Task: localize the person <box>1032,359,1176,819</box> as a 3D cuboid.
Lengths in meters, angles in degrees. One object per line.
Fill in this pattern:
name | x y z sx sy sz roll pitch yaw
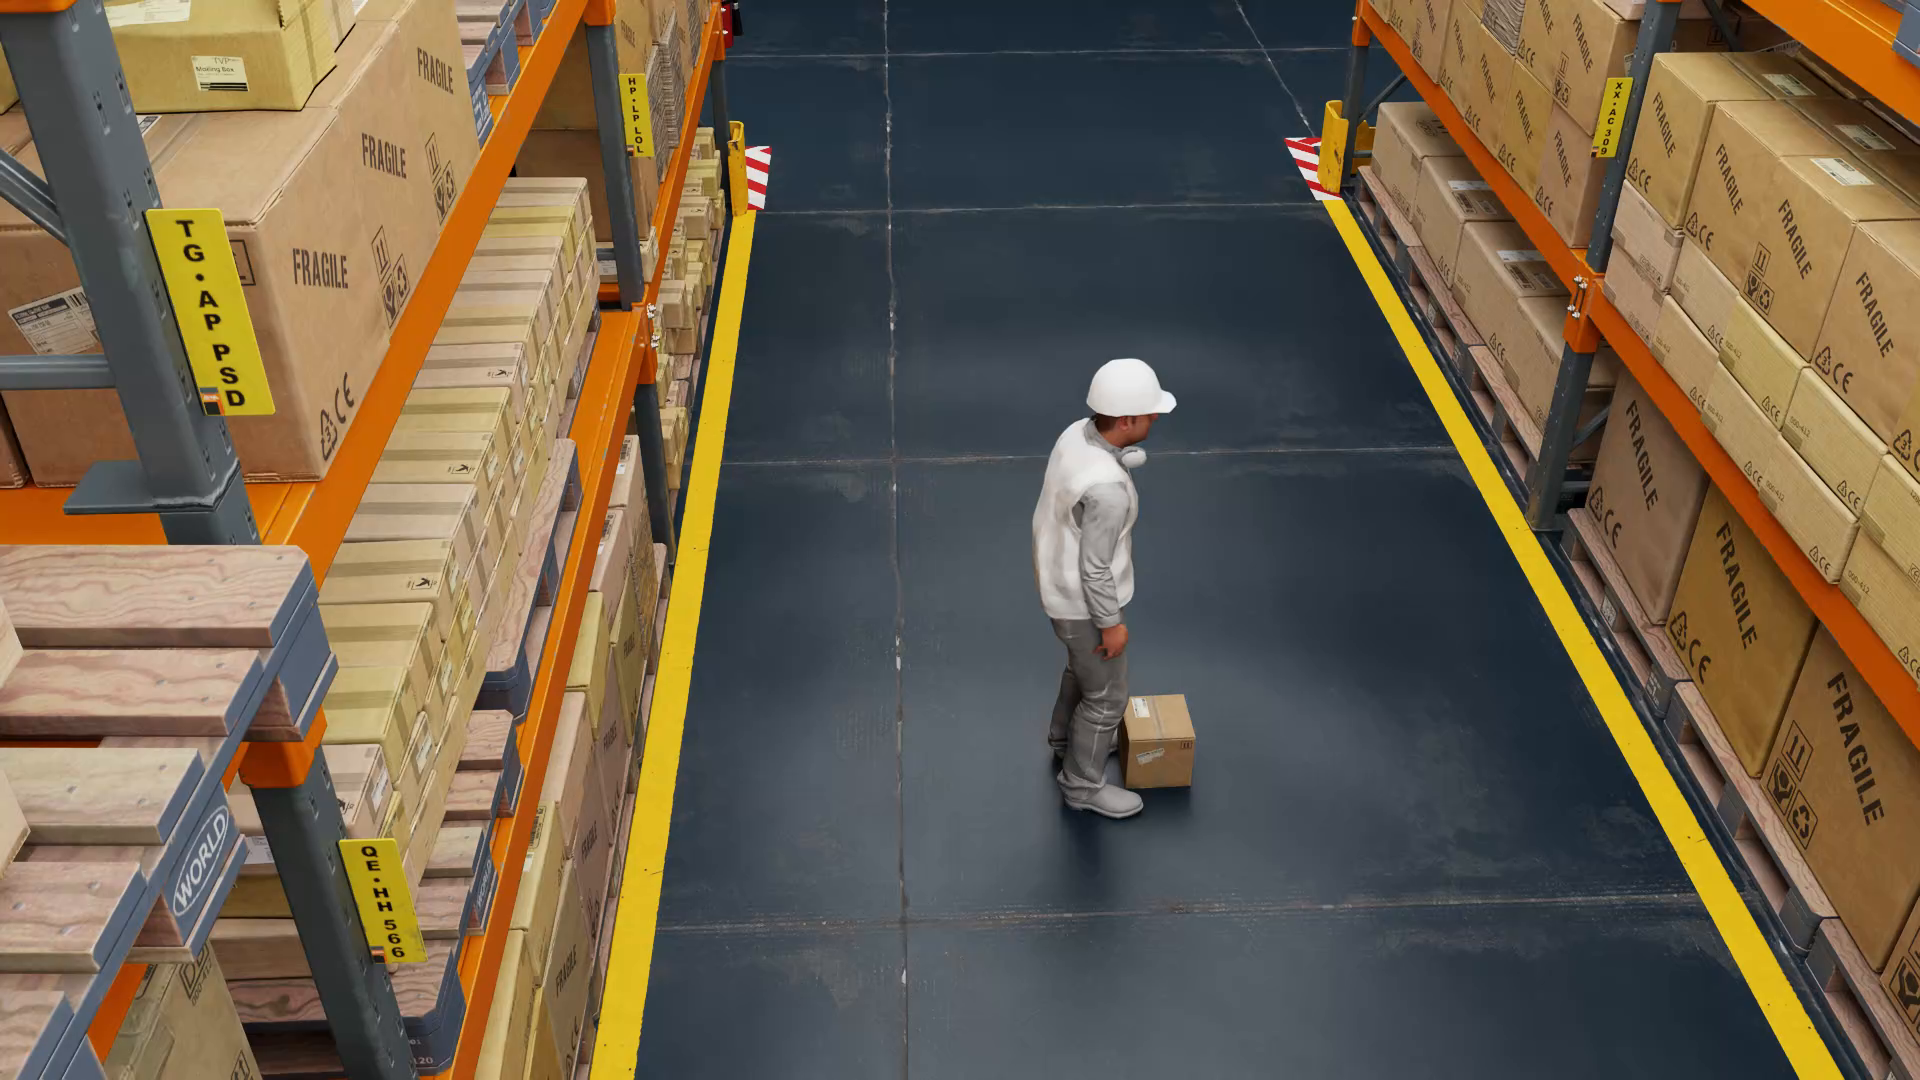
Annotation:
person | 0.482 0.162 5.891 0.463 1.770 0.578 -2 35 -3
